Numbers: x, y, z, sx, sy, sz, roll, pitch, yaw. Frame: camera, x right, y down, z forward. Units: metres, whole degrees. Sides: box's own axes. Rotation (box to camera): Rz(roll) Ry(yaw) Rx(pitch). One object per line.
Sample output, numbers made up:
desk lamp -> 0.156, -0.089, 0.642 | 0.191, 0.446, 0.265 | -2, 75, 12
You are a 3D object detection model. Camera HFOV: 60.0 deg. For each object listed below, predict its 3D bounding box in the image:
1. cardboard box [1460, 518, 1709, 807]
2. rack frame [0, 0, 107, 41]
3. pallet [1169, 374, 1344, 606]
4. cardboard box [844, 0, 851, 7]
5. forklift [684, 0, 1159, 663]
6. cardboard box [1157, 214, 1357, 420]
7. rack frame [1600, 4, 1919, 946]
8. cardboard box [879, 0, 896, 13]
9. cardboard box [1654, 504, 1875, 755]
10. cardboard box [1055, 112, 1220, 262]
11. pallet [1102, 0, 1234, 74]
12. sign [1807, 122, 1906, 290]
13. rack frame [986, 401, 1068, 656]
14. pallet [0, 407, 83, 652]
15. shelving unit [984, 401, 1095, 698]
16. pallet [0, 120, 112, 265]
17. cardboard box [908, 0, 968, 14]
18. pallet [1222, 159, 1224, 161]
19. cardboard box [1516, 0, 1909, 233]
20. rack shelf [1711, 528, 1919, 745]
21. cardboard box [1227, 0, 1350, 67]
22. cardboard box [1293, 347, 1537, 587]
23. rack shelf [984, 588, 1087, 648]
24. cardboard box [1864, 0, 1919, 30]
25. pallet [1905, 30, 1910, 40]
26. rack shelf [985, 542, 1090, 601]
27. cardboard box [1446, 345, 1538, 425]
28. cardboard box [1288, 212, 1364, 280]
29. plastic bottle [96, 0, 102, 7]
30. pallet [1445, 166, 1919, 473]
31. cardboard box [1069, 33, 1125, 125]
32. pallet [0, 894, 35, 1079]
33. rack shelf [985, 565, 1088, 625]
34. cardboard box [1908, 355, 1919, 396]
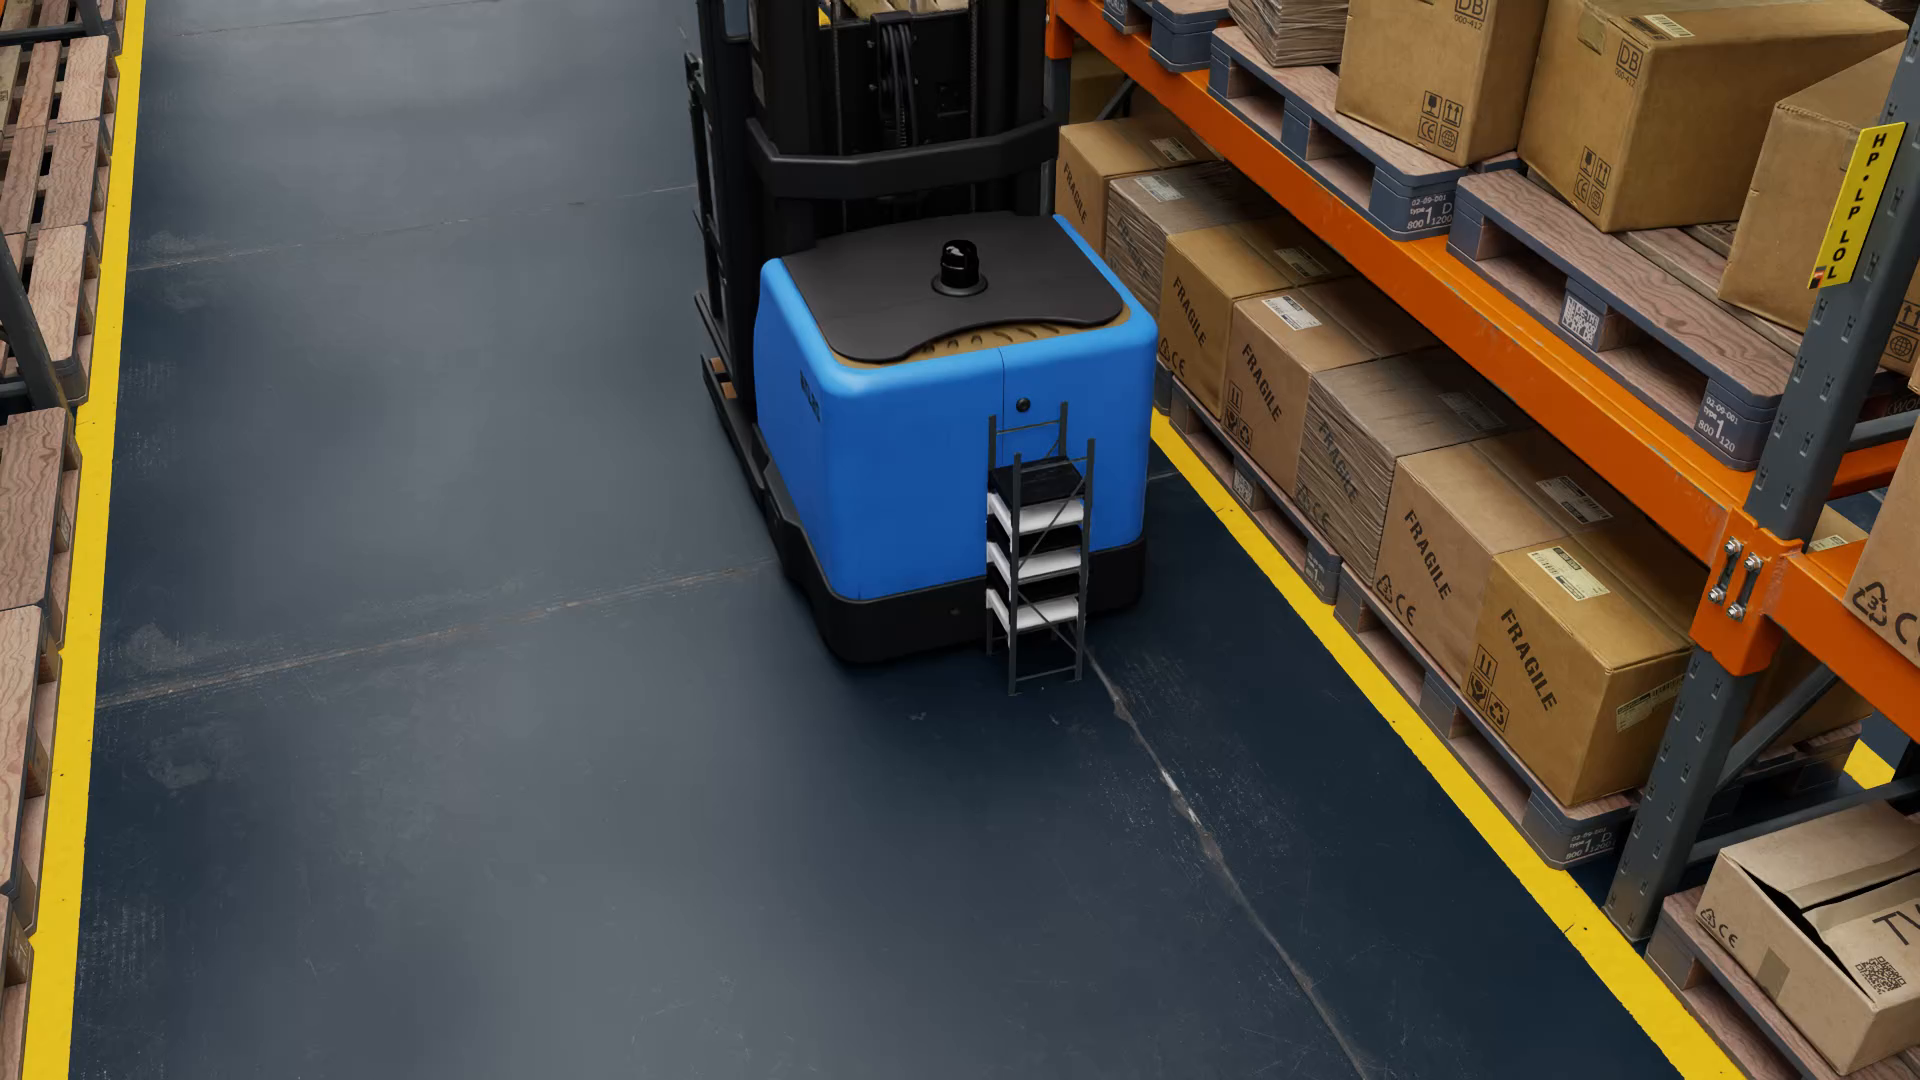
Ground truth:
cardboard box -> 1.761, 0.326, 4.536 | 0.500, 0.500, 0.500 | -13, 39, -16
rack frame -> -5.205, -3.773, 8.266 | 1.000, 3.000, 0.127 | -12, 39, -16
pallet -> 1.461, -0.305, 5.980 | 1.003, 0.211, 1.213 | -12, 39, -16
cardboard box -> -0.472, -3.298, 9.571 | 0.500, 0.250, 0.500 | -11, 38, -15
forklift -> -0.363, -1.680, 5.544 | 1.130, 2.935, 3.031 | -12, 39, -15
cardboard box -> 1.065, -0.819, 6.056 | 0.500, 0.500, 0.500 | -13, 39, -17
rack frame -> 2.200, -0.277, 3.625 | 1.000, 3.000, 0.127 | -12, 39, -16
cardboard box -> -0.117, -2.718, 8.802 | 0.500, 0.250, 0.500 | -12, 39, -15
cardboard box -> 2.263, 0.222, 4.674 | 0.500, 0.500, 0.500 | -14, 39, -18
cardboard box -> 0.712, -1.398, 6.825 | 0.500, 0.500, 0.500 | -11, 38, -14
pallet -> 1.123, -2.092, 6.194 | 1.213, 0.211, 1.003 | -12, 39, -16
sign -> 1.680, -0.623, 3.121 | 0.100, 0.325, 0.005 | -12, 39, -16
rack frame -> 0.196, -0.016, 5.023 | 0.240, 0.900, 0.006 | -12, 39, -15
pallet -> -3.518, 0.037, 5.525 | 1.003, 0.211, 1.213 | -12, 39, -16
shelving unit -> 0.229, 0.042, 4.947 | 0.258, 0.900, 0.210 | -12, 39, -15
pallet -> -4.474, -1.533, 7.610 | 1.003, 0.211, 1.213 | -12, 39, -16
cardboard box -> 0.056, -2.653, 8.250 | 0.500, 0.311, 0.500 | -13, 39, -16
pallet -> 0.577, -1.896, 8.092 | 1.003, 0.211, 1.213 | -12, 39, -16
cardboard box -> 1.951, -1.174, 4.384 | 0.700, 0.500, 0.500 | -7, 37, -9
rack shelf -> 2.889, 1.140, 2.341 | 1.077, 0.370, 4.000 | -12, 39, -16
cardboard box -> 1.282, -1.856, 5.289 | 0.700, 0.500, 0.500 | -6, 37, -7
cardboard box -> 1.427, -0.238, 5.285 | 0.500, 0.500, 0.500 | -12, 39, -15
rack shelf -> 0.229, 0.212, 5.075 | 0.258, 0.077, 0.200 | -12, 39, -15
cardboard box -> 5.177, -3.138, 9.135 | 0.700, 0.500, 0.500 | -12, 39, -15
pallet -> 5.206, -2.893, 9.415 | 1.003, 0.211, 1.213 | -12, 39, -16
rack shelf -> 0.229, 0.068, 4.967 | 0.258, 0.077, 0.200 | -12, 39, -15
cardboard box -> 1.904, -0.361, 5.448 | 0.500, 0.500, 0.500 | -12, 39, -15
cardboard box -> 1.544, -0.942, 6.219 | 0.500, 0.500, 0.500 | -14, 39, -18
plastic bottle -> -4.903, -3.130, 9.314 | 0.097, 0.271, 0.097 | 0, 37, 0
pallet -> 2.028, -0.675, 4.312 | 1.003, 0.211, 1.213 | -12, 39, -16
cardboard box -> 0.412, -2.075, 7.482 | 0.500, 0.311, 0.500 | -11, 38, -15
pallet -> -2.678, 1.415, 3.695 | 1.003, 0.211, 1.213 | -12, 39, -16
rack shelf -> 0.229, 0.140, 5.021 | 0.258, 0.077, 0.200 | -12, 39, -15
cardboard box -> 2.098, -0.392, 2.863 | 0.500, 0.500, 0.500 | -11, 38, -15
